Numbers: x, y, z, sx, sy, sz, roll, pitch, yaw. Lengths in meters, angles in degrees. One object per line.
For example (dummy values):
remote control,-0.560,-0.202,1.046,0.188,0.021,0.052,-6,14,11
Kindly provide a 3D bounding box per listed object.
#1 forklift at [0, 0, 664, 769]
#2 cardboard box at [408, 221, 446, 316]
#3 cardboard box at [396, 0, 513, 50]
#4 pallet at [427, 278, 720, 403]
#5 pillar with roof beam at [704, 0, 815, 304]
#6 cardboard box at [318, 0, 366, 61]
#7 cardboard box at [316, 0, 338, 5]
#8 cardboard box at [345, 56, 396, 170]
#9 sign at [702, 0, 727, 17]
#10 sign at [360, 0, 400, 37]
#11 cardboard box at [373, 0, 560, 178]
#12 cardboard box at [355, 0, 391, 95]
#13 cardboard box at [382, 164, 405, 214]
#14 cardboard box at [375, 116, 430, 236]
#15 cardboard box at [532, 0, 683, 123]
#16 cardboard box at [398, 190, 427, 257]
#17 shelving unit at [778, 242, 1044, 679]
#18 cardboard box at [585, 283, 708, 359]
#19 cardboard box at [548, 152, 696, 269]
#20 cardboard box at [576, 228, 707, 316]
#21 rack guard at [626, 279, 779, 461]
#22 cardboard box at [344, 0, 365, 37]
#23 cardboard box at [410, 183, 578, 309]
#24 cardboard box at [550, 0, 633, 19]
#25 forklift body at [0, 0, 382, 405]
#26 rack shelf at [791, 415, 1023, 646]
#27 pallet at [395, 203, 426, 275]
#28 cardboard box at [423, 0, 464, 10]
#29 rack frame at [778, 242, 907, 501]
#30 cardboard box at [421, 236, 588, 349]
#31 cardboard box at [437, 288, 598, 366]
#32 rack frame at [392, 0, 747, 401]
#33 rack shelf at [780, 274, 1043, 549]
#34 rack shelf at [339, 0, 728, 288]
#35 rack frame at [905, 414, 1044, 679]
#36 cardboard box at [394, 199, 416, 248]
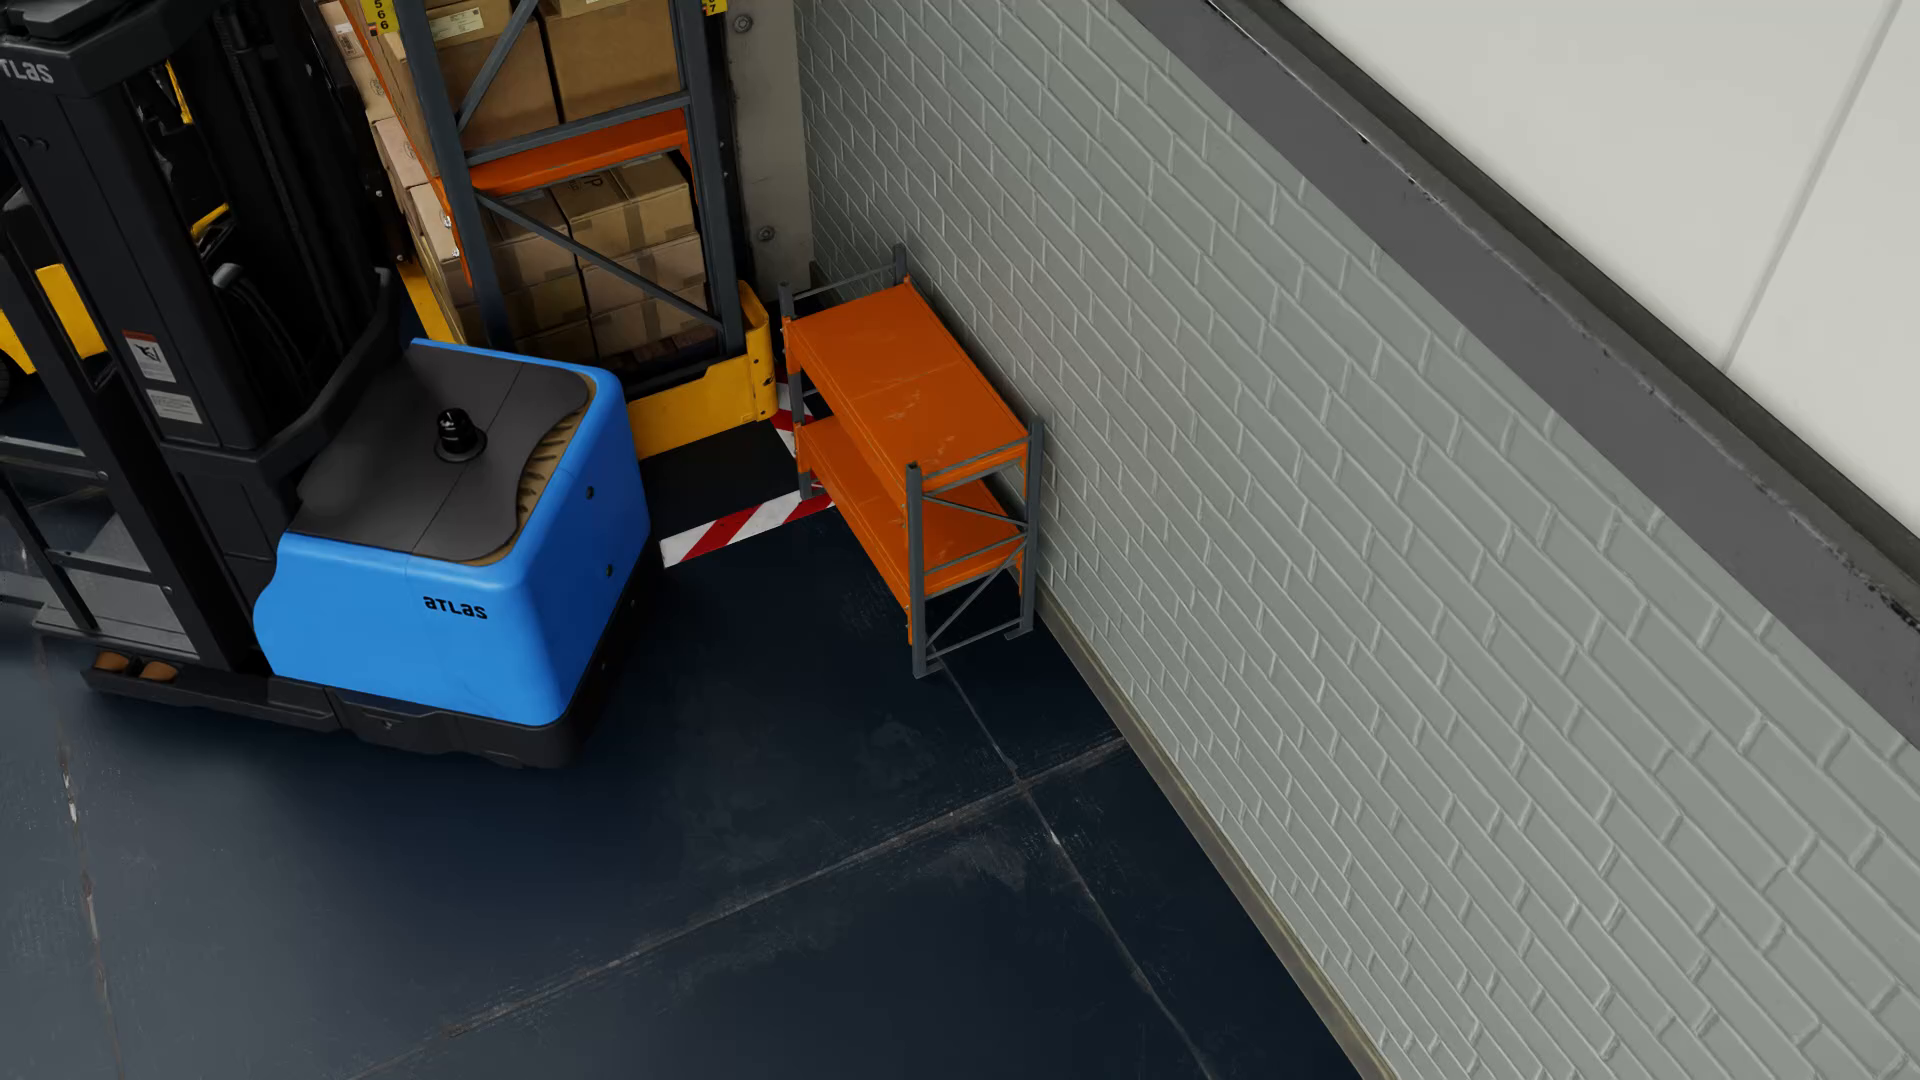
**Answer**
forklift,-2.722,-0.741,5.343,3.031,2.935,1.130,10,50,9
cardboard box,-2.078,-1.239,7.281,0.500,0.250,0.500,-21,52,-18
cardboard box,-1.771,-1.846,5.767,0.380,0.149,0.250,-20,52,-17
pallet,-1.750,-1.043,7.415,1.003,0.211,1.213,-21,52,-18
pillar with roof beam,-4.708,-2.733,3.054,9.100,9.000,0.400,-21,52,-18
cardboard box,-2.555,-2.243,7.495,0.500,0.250,0.500,-22,52,-18
cardboard box,-2.788,-2.597,7.805,0.500,0.250,0.500,-20,52,-16
cardboard box,-2.330,-1.901,7.196,0.500,0.250,0.500,-21,52,-17
sign,-0.867,-1.962,5.738,0.100,0.325,0.005,-21,52,-18
sign,-1.852,-1.746,5.250,0.100,0.325,0.005,-21,52,-18
cardboard box,-1.822,-1.736,6.102,0.500,0.500,0.500,-22,52,-18
cardboard box,-2.051,-2.086,6.408,0.500,0.500,0.500,-20,52,-16
cardboard box,-2.339,-1.757,7.403,0.500,0.250,0.500,-22,52,-18
cardboard box,-2.090,-1.567,6.904,0.500,0.250,0.500,-20,52,-17
cardboard box,-1.343,-1.924,6.266,0.500,0.500,0.500,-20,52,-16
cardboard box,-2.084,-1.419,7.107,0.500,0.250,0.500,-22,52,-18
shelving unit,-0.187,-0.288,6.147,0.538,1.125,1.048,-22,52,-18
cardboard box,-1.414,-1.093,7.154,0.500,0.250,0.500,-21,52,-17
cardboard box,-1.415,-1.413,6.769,0.500,0.250,0.500,-22,52,-18
cardboard box,-1.394,-1.248,6.957,0.500,0.250,0.500,-20,52,-17
rack guard,-1.352,-0.625,6.857,1.175,0.500,0.348,-21,52,-18
cardboard box,-2.286,-2.429,6.708,0.500,0.500,0.500,-22,52,-18
cardboard box,-1.851,-1.227,6.606,0.500,0.250,0.500,-20,52,-16
cardboard box,-1.288,-2.027,5.925,0.380,0.149,0.250,-22,53,-18
forklift body,-3.853,-1.825,6.810,2.313,2.155,1.214,-21,52,-18
rack shelf,-0.187,-0.127,6.331,0.538,0.278,1.000,-22,52,-18
pallet,-2.305,-1.859,8.128,1.003,0.211,1.213,-21,52,-18
cardboard box,-1.714,-1.976,5.683,0.380,0.149,0.250,-21,52,-17
rack frame,-0.426,-0.626,6.442,0.500,1.125,0.032,-22,52,-18
cardboard box,-1.864,-1.080,6.810,0.500,0.250,0.500,-22,52,-18
cardboard box,-1.859,-0.903,6.987,0.500,0.250,0.500,-21,52,-17
rack frame,-1.363,-1.464,5.930,1.000,3.000,0.127,-21,52,-18
rack shelf,-0.187,-0.480,5.927,0.538,0.278,1.000,-22,52,-18
rack shelf,-2.278,-2.566,7.372,1.077,0.370,4.000,-21,52,-18
rack frame,0.051,0.050,5.851,0.500,1.125,0.032,-22,52,-18
cardboard box,-2.299,-1.577,7.577,0.500,0.250,0.500,-21,52,-17
